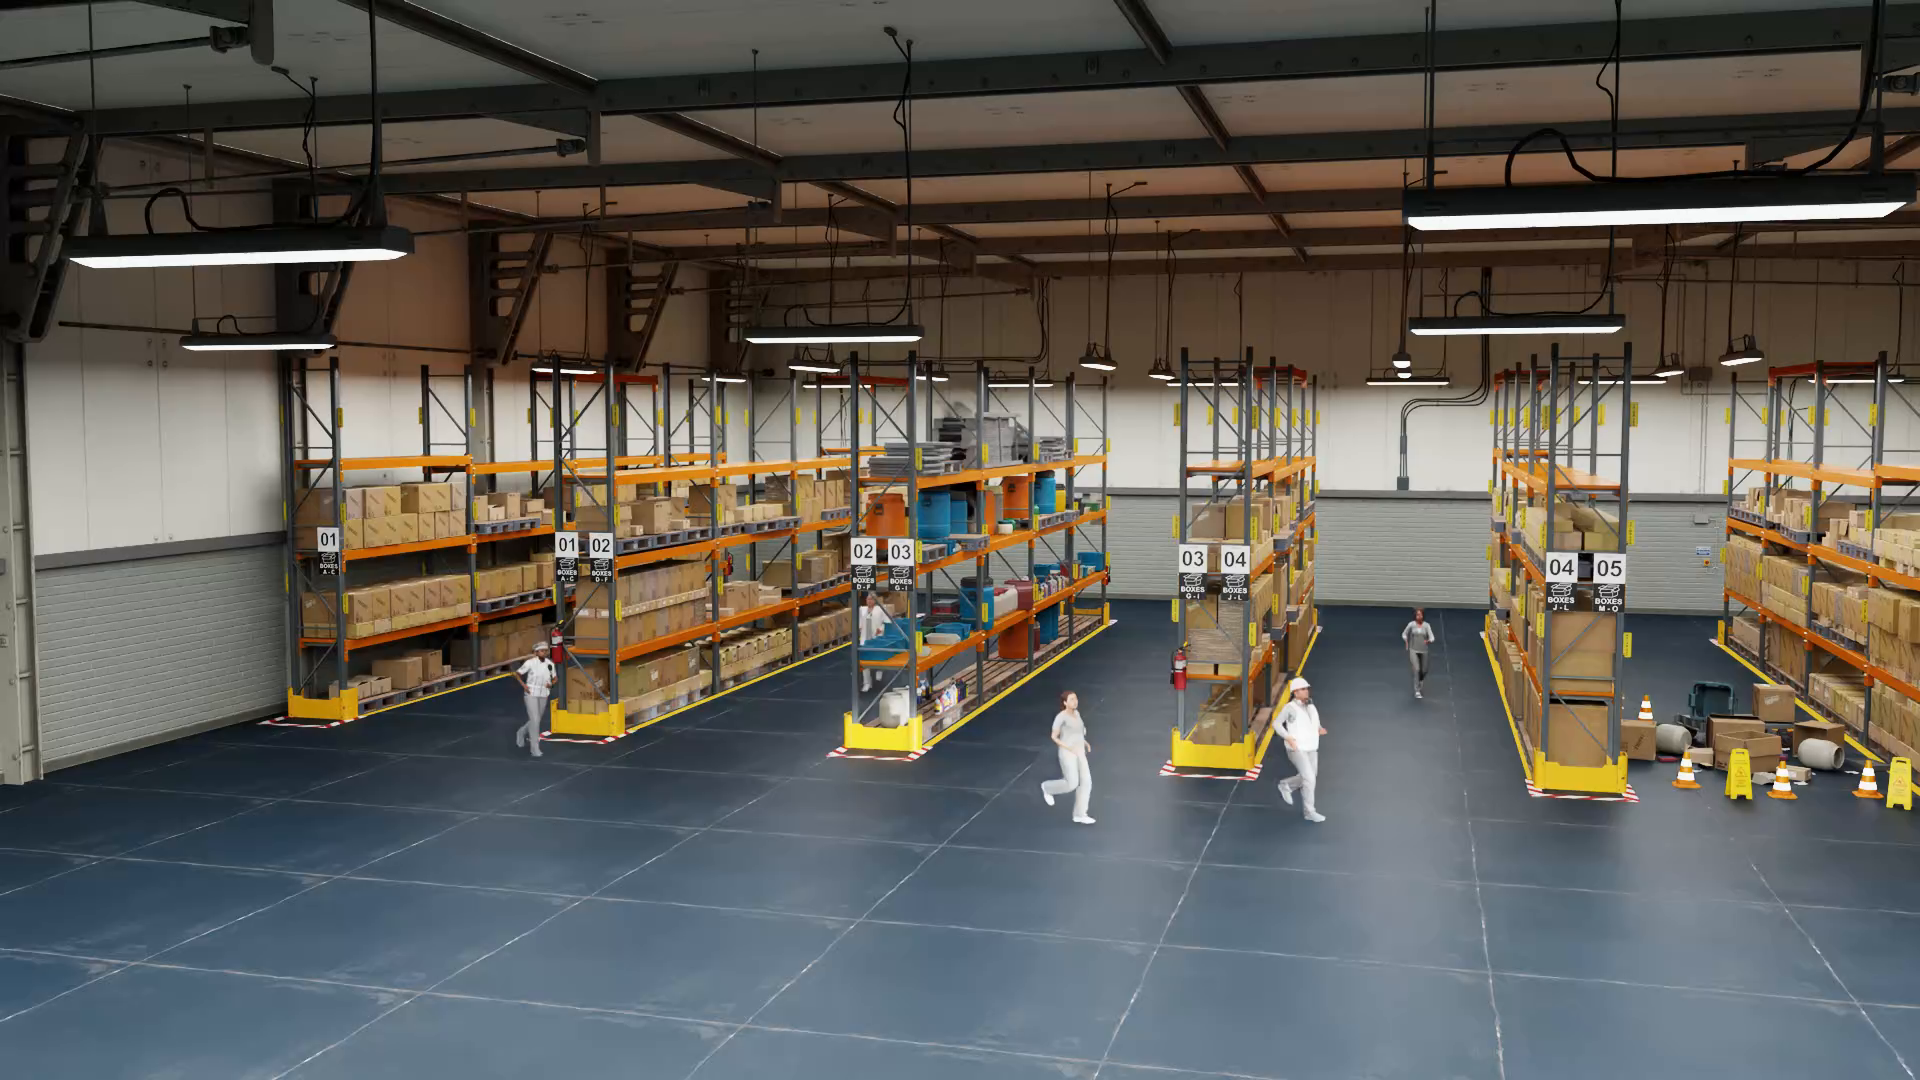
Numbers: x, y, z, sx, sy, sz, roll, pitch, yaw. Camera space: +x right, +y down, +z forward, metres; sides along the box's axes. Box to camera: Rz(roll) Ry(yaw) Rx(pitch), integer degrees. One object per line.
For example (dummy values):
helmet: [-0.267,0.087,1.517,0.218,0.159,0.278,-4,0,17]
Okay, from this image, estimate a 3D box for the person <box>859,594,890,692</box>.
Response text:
person: [-1.638,1.872,30.760,0.710,1.780,0.969,1,4,12]

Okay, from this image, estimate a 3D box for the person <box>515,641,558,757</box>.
person: [-6.342,2.355,24.976,0.615,1.697,0.824,-4,6,-41]

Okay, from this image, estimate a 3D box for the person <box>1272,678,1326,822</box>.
person: [4.264,2.600,20.838,0.670,1.745,0.868,-3,5,-36]

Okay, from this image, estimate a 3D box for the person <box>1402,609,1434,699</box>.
person: [8.231,2.021,29.880,0.548,1.568,0.805,1,4,8]

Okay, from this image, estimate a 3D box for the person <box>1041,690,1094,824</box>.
person: [1.380,2.677,20.697,0.581,1.631,0.806,-4,6,-44]
